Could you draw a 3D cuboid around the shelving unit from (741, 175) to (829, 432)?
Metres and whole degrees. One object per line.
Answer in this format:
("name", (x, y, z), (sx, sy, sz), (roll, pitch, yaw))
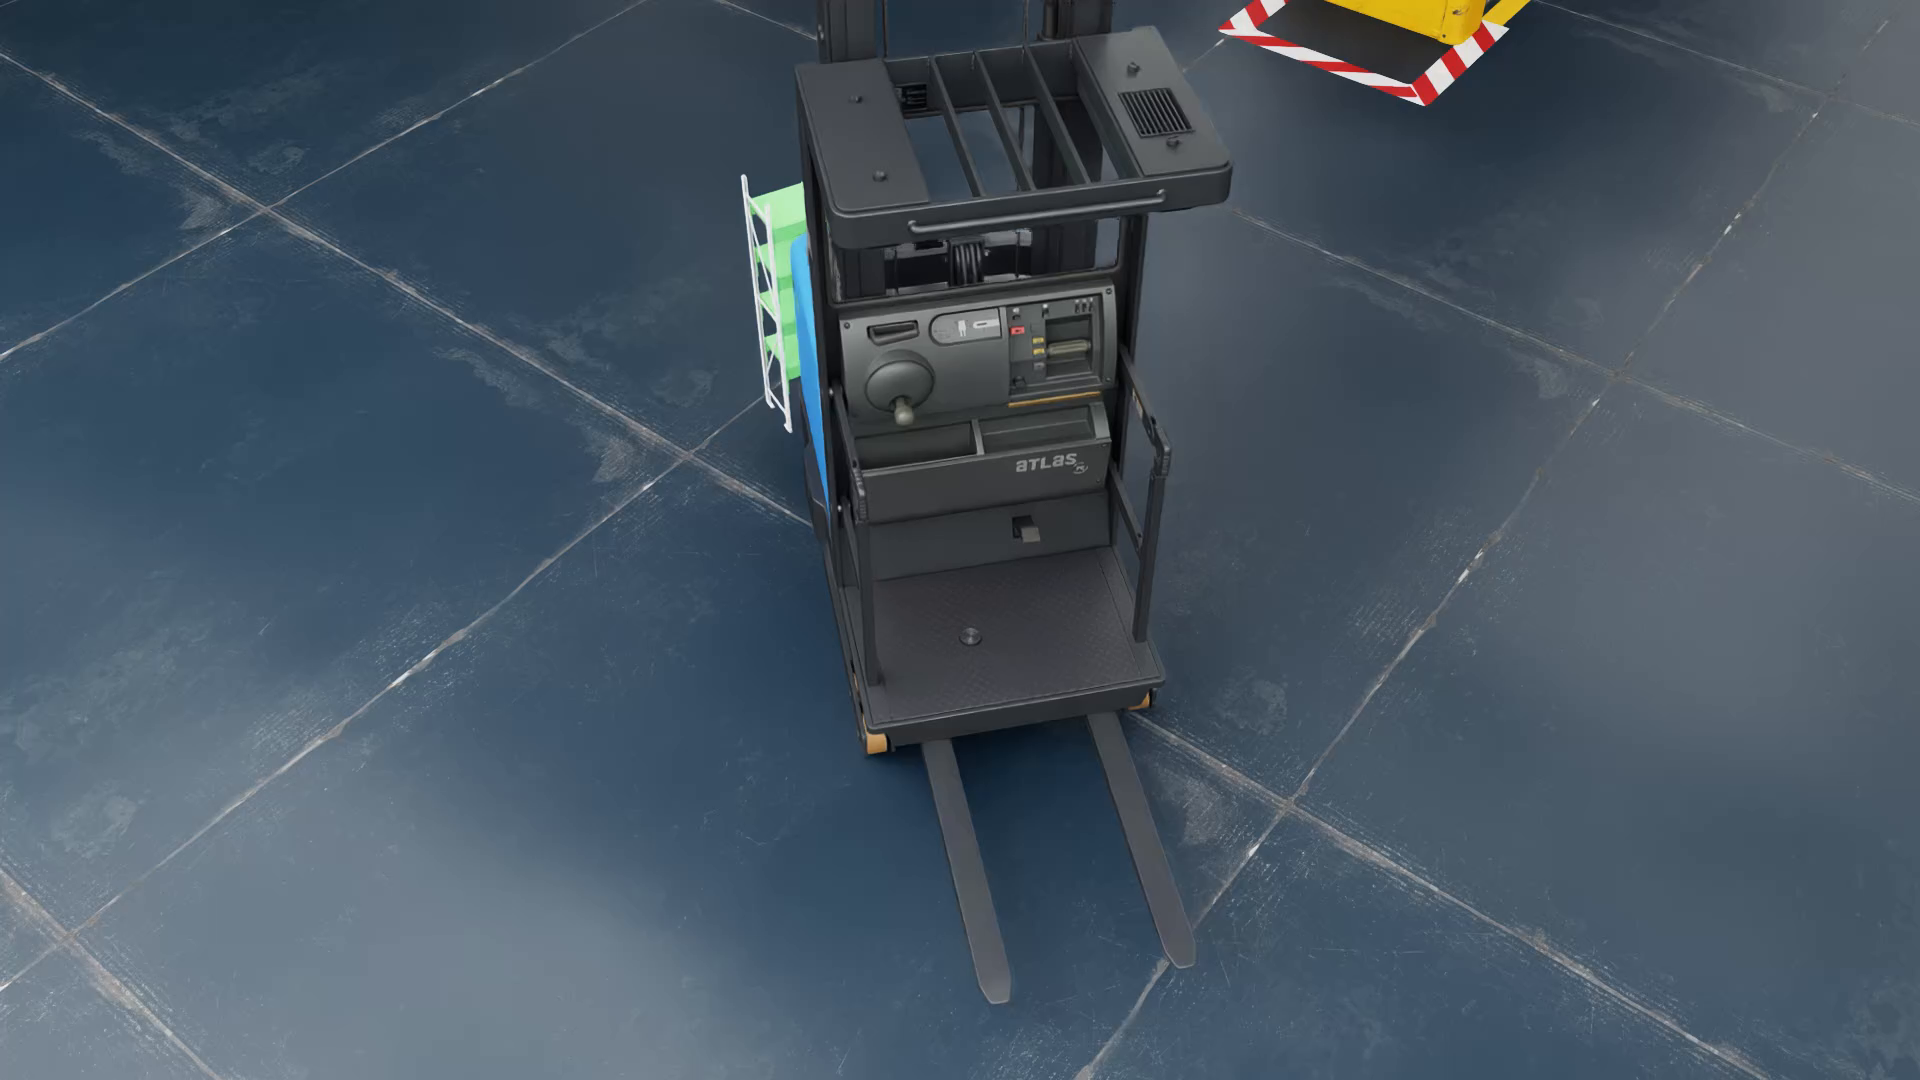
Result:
("shelving unit", (-0.598, -1.056, 7.093), (0.503, 1.200, 0.258), (-22, 50, -20))

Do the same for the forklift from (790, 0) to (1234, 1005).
("forklift", (0.114, -0.522, 5.387), (1.130, 2.935, 3.031), (-9, 47, -8))

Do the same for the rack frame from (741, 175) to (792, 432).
("rack frame", (-0.810, -0.969, 7.010), (0.015, 1.200, 0.240), (-22, 50, -20))

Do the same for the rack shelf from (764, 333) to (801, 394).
("rack shelf", (-0.598, -0.846, 7.313), (0.480, 0.148, 0.258), (-22, 50, -20))

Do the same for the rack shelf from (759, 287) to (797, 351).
("rack shelf", (-0.598, -1.012, 7.140), (0.480, 0.148, 0.258), (-22, 50, -20))

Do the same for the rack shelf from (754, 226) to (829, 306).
("rack shelf", (-0.598, -1.177, 6.966), (0.480, 0.148, 0.258), (-22, 50, -20))

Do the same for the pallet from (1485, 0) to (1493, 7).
("pallet", (3.029, -3.747, 10.348), (1.003, 0.211, 1.213), (29, 53, 25))

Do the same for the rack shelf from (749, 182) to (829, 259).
("rack shelf", (-0.598, -1.343, 6.793), (0.480, 0.148, 0.258), (-22, 50, -20))

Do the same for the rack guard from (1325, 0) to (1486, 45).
("rack guard", (2.528, -3.384, 9.802), (1.175, 0.500, 0.348), (29, 53, 25))
